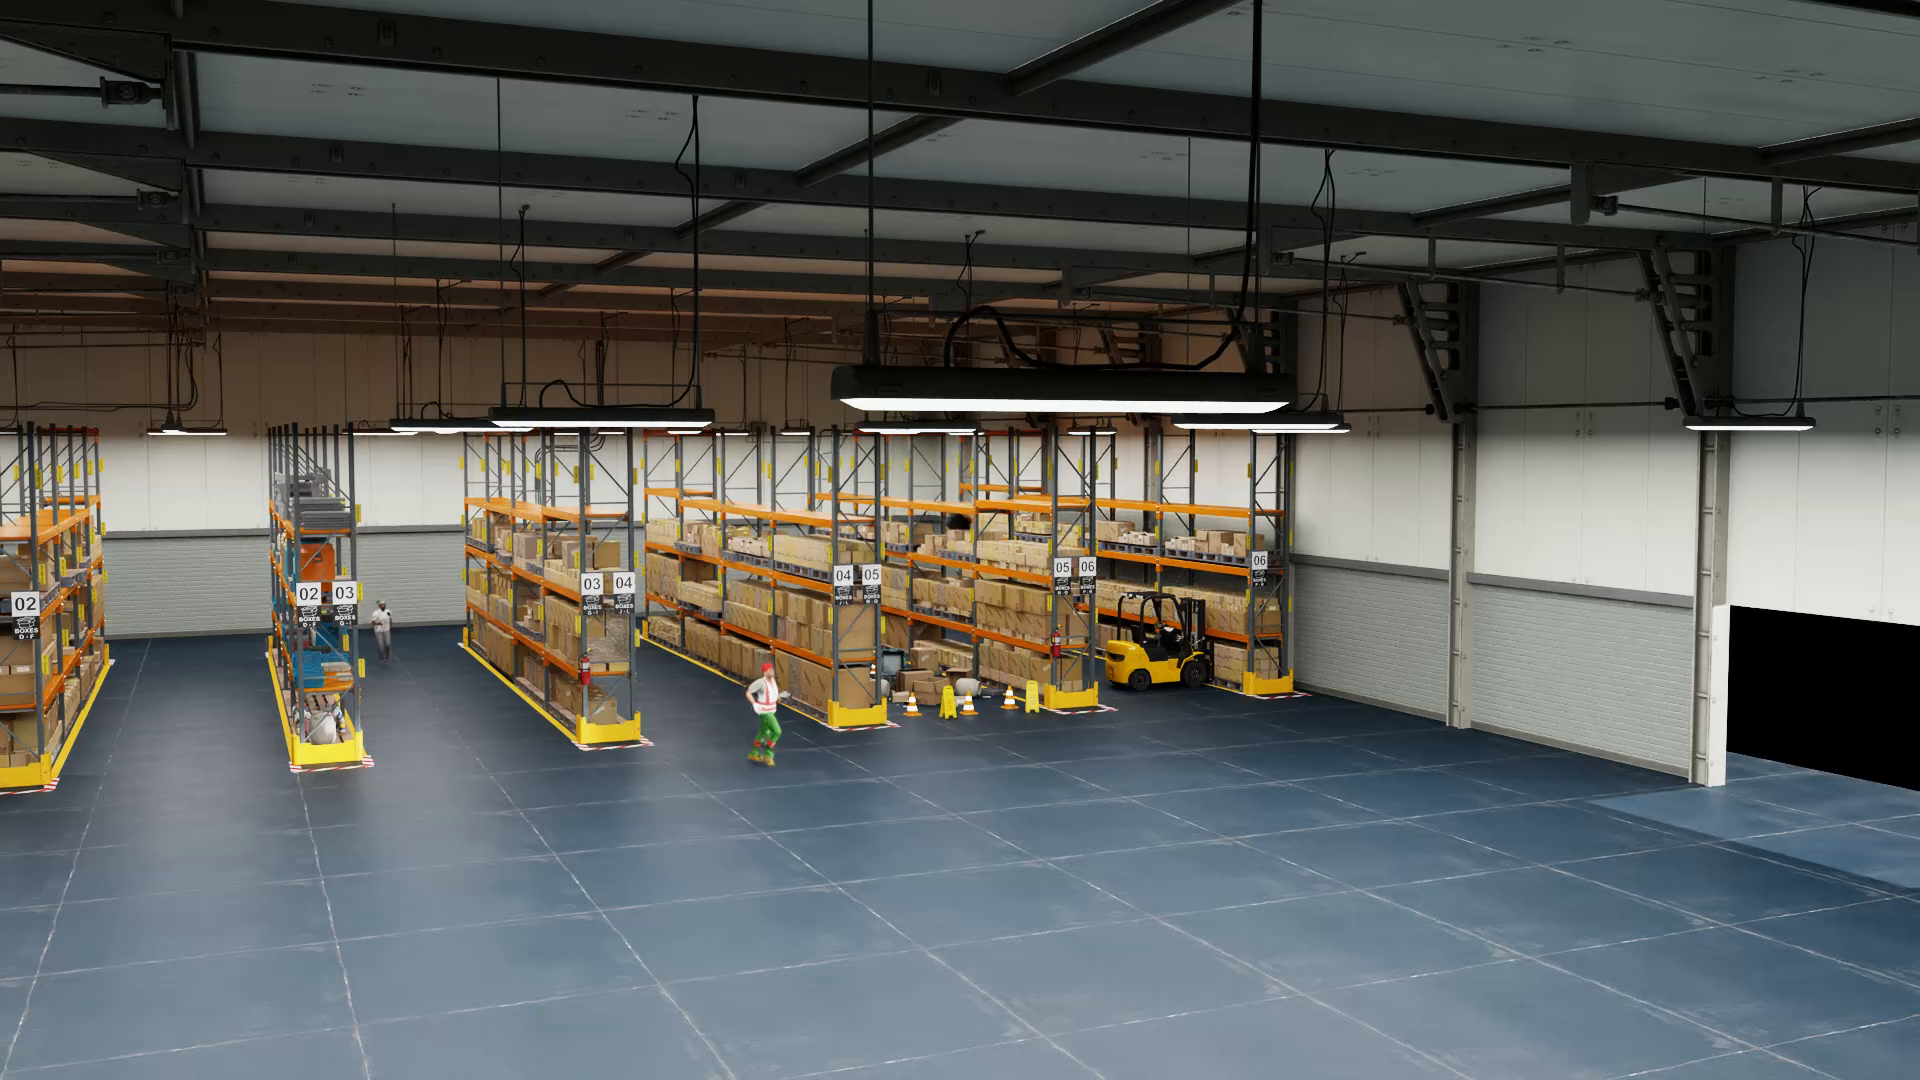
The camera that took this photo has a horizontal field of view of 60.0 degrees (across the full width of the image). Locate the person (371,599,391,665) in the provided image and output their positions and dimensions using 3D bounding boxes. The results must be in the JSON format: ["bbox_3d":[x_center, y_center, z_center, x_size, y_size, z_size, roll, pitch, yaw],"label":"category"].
[{"bbox_3d":[-14.576,2.324,41.988,0.552,1.697,0.652,-2,4,-34],"label":"person"}]

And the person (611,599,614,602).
[{"bbox_3d":[-9.925,1.917,48.246,0.703,1.754,0.722,-3,5,-44],"label":"person"}]

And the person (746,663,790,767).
[{"bbox_3d":[-3.367,3.062,29.191,0.749,1.835,0.616,1,4,18],"label":"person"}]
